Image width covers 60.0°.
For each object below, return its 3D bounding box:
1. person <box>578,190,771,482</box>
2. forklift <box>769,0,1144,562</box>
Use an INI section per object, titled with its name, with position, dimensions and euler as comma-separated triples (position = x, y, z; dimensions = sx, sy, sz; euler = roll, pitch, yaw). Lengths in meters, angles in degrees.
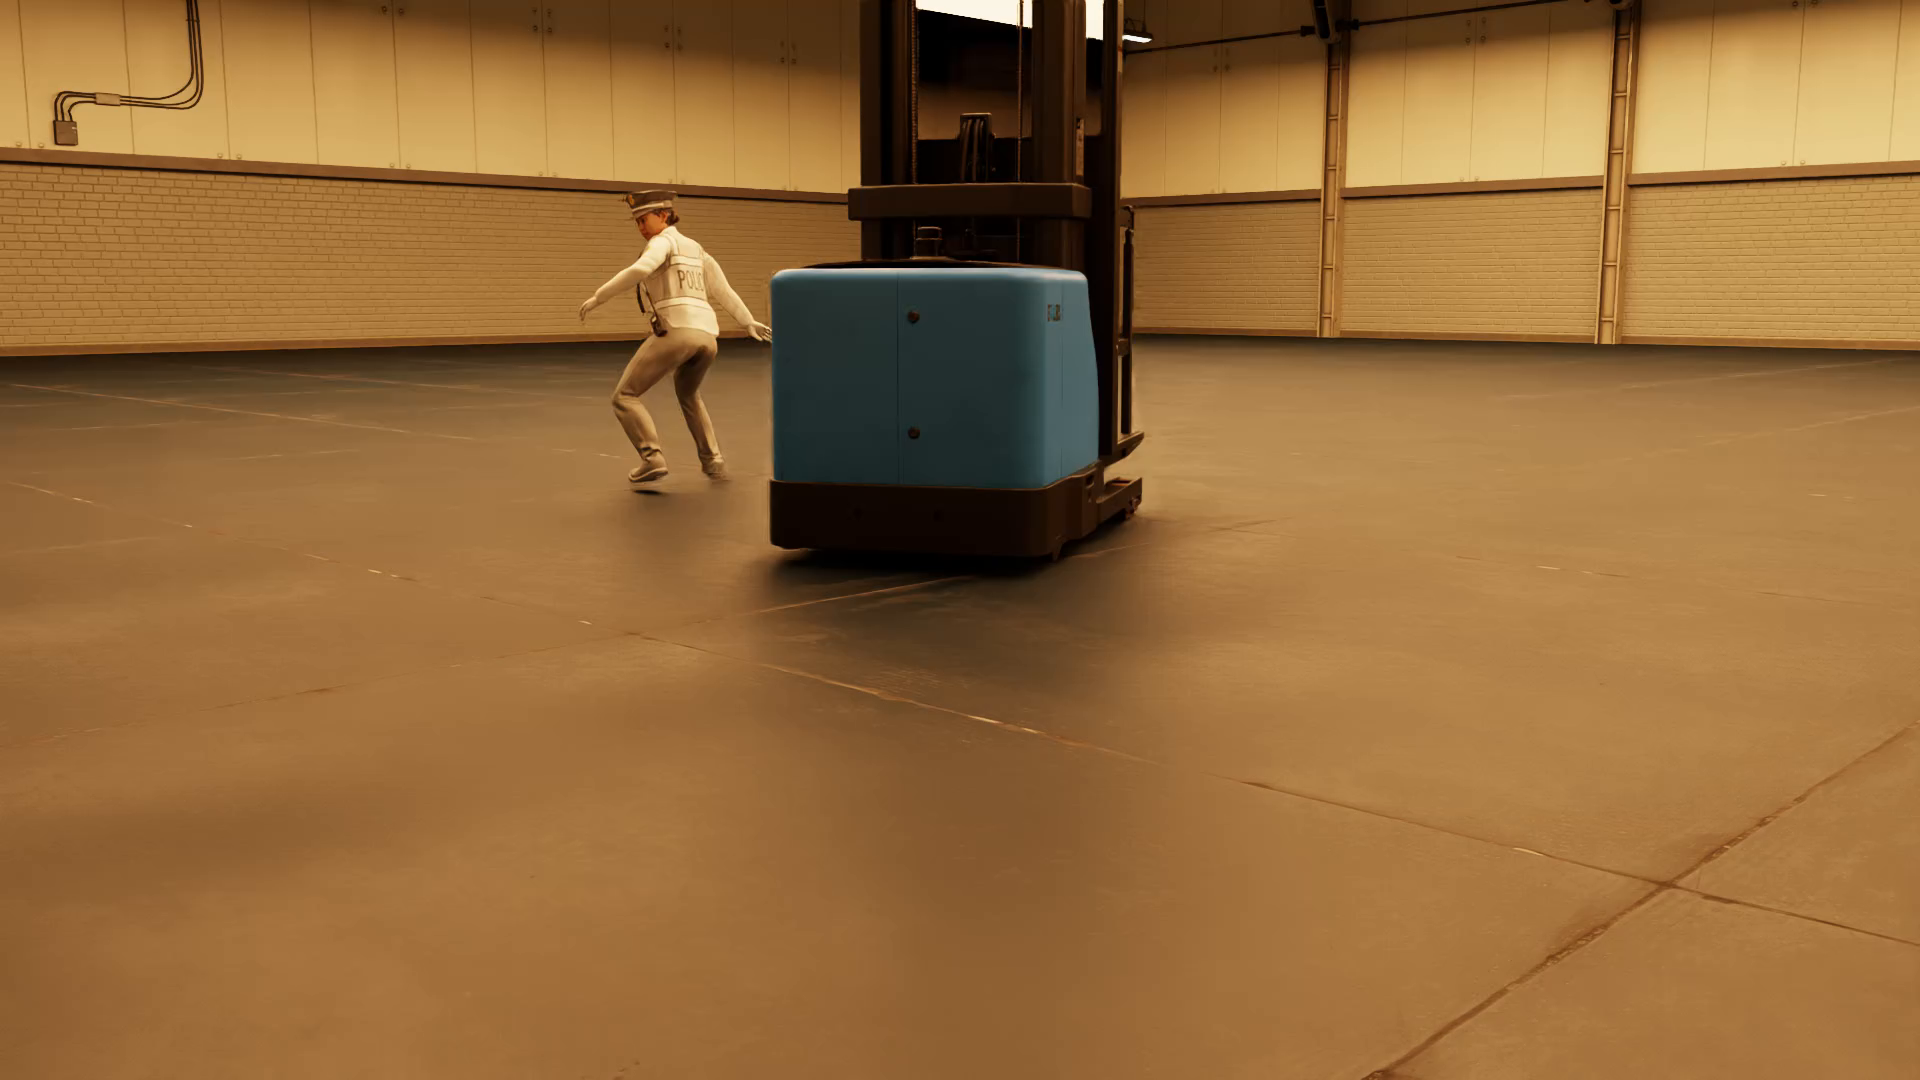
[person]
position = -1.459, -0.993, 8.642
dimensions = 0.526, 1.621, 1.014
euler = 5, 10, 28
[forklift]
position = 0.196, -1.551, 7.174
dimensions = 1.130, 2.935, 3.031
euler = 2, 9, 16
